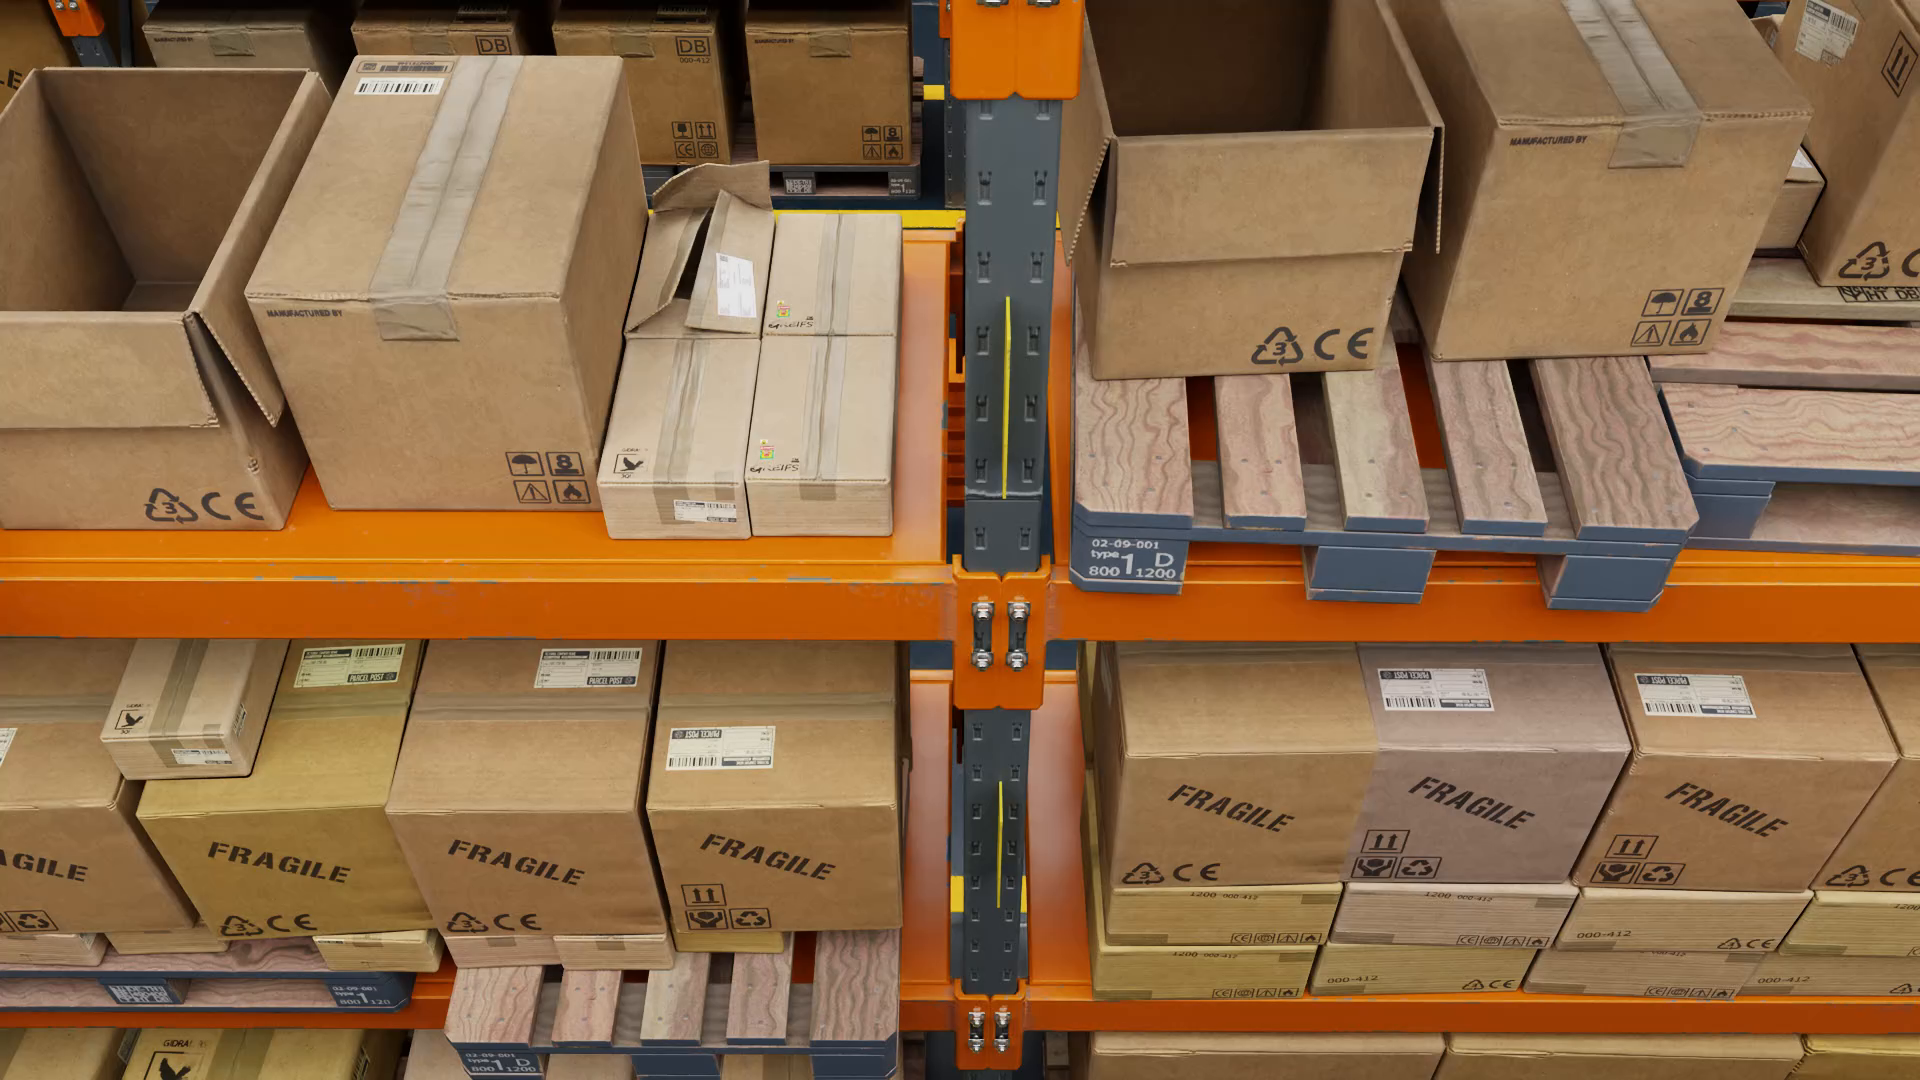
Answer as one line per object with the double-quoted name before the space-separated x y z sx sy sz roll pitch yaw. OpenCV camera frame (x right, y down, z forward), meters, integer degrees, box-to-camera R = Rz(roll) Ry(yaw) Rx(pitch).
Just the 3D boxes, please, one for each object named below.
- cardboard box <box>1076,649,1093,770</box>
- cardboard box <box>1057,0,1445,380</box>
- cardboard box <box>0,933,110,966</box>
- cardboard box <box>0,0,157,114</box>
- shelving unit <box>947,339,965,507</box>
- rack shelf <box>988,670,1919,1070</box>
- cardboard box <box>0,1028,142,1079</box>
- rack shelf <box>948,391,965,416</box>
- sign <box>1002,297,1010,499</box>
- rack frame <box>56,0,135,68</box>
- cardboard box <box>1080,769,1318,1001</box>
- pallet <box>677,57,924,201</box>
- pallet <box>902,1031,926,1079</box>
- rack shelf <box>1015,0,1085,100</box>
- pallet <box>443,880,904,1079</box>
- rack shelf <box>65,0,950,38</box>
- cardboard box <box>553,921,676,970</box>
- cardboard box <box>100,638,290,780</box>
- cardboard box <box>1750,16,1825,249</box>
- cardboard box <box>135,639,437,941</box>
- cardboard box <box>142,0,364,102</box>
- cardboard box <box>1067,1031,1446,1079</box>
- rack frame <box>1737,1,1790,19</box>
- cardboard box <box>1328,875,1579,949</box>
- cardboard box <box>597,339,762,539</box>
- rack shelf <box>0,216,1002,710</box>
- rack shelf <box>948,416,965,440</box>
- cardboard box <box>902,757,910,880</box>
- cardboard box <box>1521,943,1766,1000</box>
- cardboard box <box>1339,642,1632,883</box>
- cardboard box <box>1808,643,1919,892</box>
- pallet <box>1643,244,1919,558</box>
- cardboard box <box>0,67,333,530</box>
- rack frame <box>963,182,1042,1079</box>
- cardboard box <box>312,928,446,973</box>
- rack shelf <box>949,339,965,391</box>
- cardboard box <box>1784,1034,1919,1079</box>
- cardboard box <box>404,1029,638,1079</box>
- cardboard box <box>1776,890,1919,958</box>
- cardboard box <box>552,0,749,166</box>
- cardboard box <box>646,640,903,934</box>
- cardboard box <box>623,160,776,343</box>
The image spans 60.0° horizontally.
"cardboard box" 0.580 0.454 4.381 0.500 0.250 0.500 -1 47 -1
"cardboard box" 0.451 -0.718 2.962 0.637 0.503 0.797 -2 47 -2
"cardboard box" -2.072 0.780 3.859 0.250 0.149 0.380 2 47 2
"cardboard box" -4.638 -2.515 8.206 0.875 0.875 0.875 1 47 1
"shelving unit" -0.014 -0.409 6.311 0.189 1.200 0.258 0 47 0
"rack shelf" 2.073 0.842 4.408 4.000 0.370 1.077 0 47 0
"cardboard box" -2.684 1.332 4.969 0.625 0.372 0.950 3 47 3
"rack shelf" -0.014 -0.542 6.168 0.180 0.103 0.258 0 47 0
"sign" 0.069 -0.209 2.493 0.005 0.325 0.100 0 47 0
"rack frame" -4.010 -3.043 7.533 0.127 3.000 1.000 0 47 0
"cardboard box" 0.561 0.828 4.032 0.500 0.250 0.500 -1 47 -1
"pallet" -0.798 -2.139 8.597 1.213 0.211 1.003 0 47 0
"pallet" -0.708 1.539 5.174 1.213 0.211 1.003 0 47 0
"rack shelf" 2.073 -1.065 2.359 4.000 0.370 1.077 0 47 0
"pallet" -0.640 0.733 4.149 1.003 0.211 1.213 0 47 0
"rack shelf" -2.010 -2.792 7.791 4.000 0.370 1.077 0 47 0
"cardboard box" -0.776 0.790 3.850 0.250 0.149 0.380 0 47 0
"cardboard box" -1.564 0.294 3.425 0.250 0.149 0.380 -2 47 -2
"cardboard box" 1.452 -0.780 3.182 0.258 0.266 0.396 -1 47 -1
"cardboard box" -1.404 0.522 3.657 0.500 0.500 0.500 -3 47 -3
"cardboard box" -3.389 -2.484 8.262 0.750 0.750 1.050 0 47 0
"cardboard box" 0.763 1.235 4.716 0.875 0.875 0.875 0 47 0
"rack frame" 3.990 -3.021 7.513 0.127 3.000 1.000 0 47 0
"cardboard box" 1.096 0.657 3.850 0.500 0.250 0.500 1 47 1
"cardboard box" -0.491 -0.187 2.997 0.250 0.149 0.380 0 47 0
"rack shelf" -1.927 -0.191 3.320 4.000 0.370 1.077 0 47 0
"rack shelf" -0.014 -0.460 6.256 0.180 0.103 0.258 0 47 0
"cardboard box" -0.256 0.706 3.929 0.250 0.149 0.380 2 47 2
"cardboard box" 1.600 0.822 4.038 0.500 0.250 0.500 2 47 1
"cardboard box" 1.061 0.392 3.585 0.500 0.500 0.500 0 47 0
"cardboard box" 2.083 0.408 3.569 0.500 0.500 0.500 1 47 1
"pallet" 1.835 -0.402 3.155 1.213 0.211 1.003 2 47 2
"cardboard box" -1.452 -0.449 2.999 0.637 0.503 0.797 0 47 0
"rack frame" 0.073 0.592 4.150 0.127 3.000 1.000 0 47 0
"cardboard box" -1.303 0.793 3.848 0.250 0.149 0.380 1 47 1
"rack shelf" -0.014 -0.624 6.080 0.180 0.103 0.258 0 47 0
"cardboard box" 2.549 1.244 4.708 0.875 0.875 0.875 1 47 1
"cardboard box" -1.230 1.339 4.963 0.625 0.372 0.950 -1 47 -1
"cardboard box" 2.101 0.678 3.830 0.500 0.250 0.500 1 47 1
"cardboard box" -1.492 -2.476 8.255 0.750 0.750 1.050 1 47 1
"cardboard box" -0.383 0.515 3.663 0.500 0.500 0.500 -1 47 -1
"cardboard box" -0.497 -0.511 3.219 0.258 0.266 0.396 0 47 0
